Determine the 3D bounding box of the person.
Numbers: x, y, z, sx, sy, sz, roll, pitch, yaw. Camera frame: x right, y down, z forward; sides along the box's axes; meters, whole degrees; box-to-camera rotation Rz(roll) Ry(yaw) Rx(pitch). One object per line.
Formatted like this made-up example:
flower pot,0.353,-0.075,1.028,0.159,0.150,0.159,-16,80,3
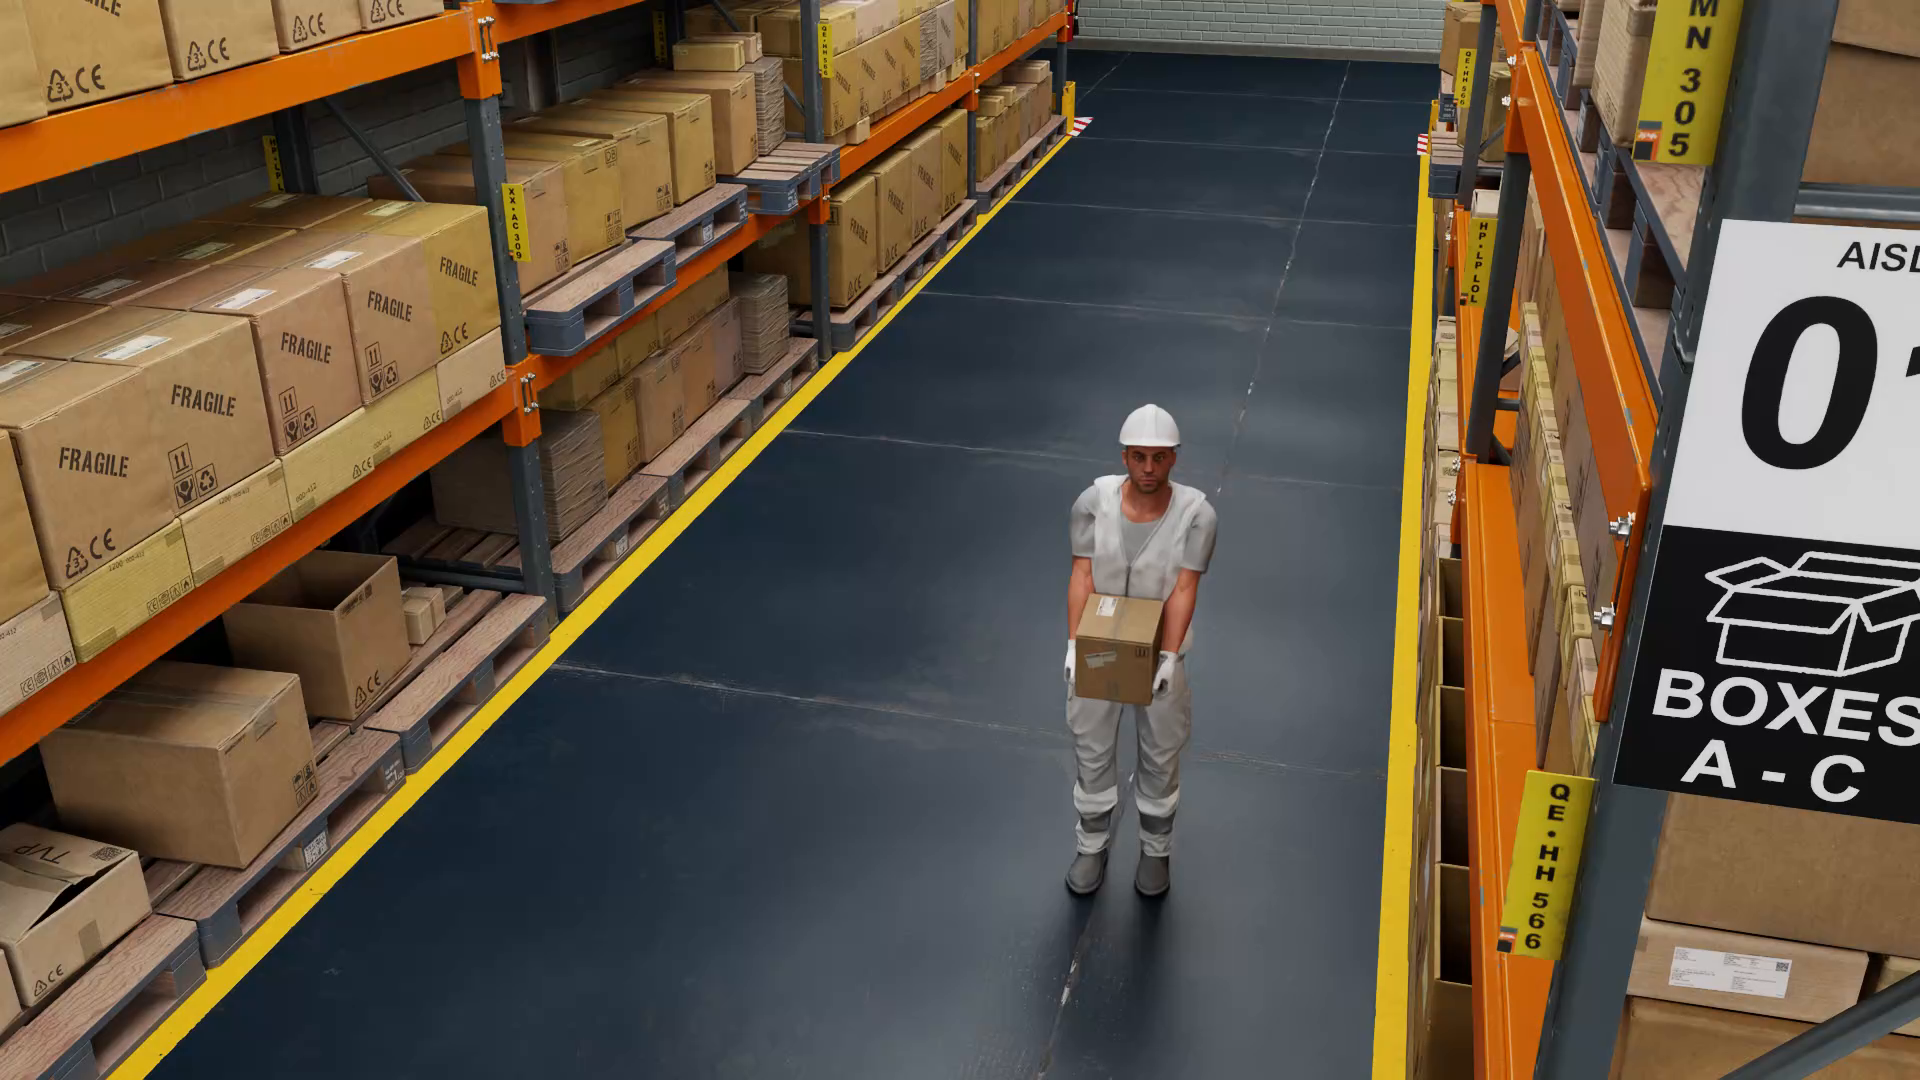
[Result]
person,0.581,0.430,5.662,0.495,1.786,0.558,6,26,13
